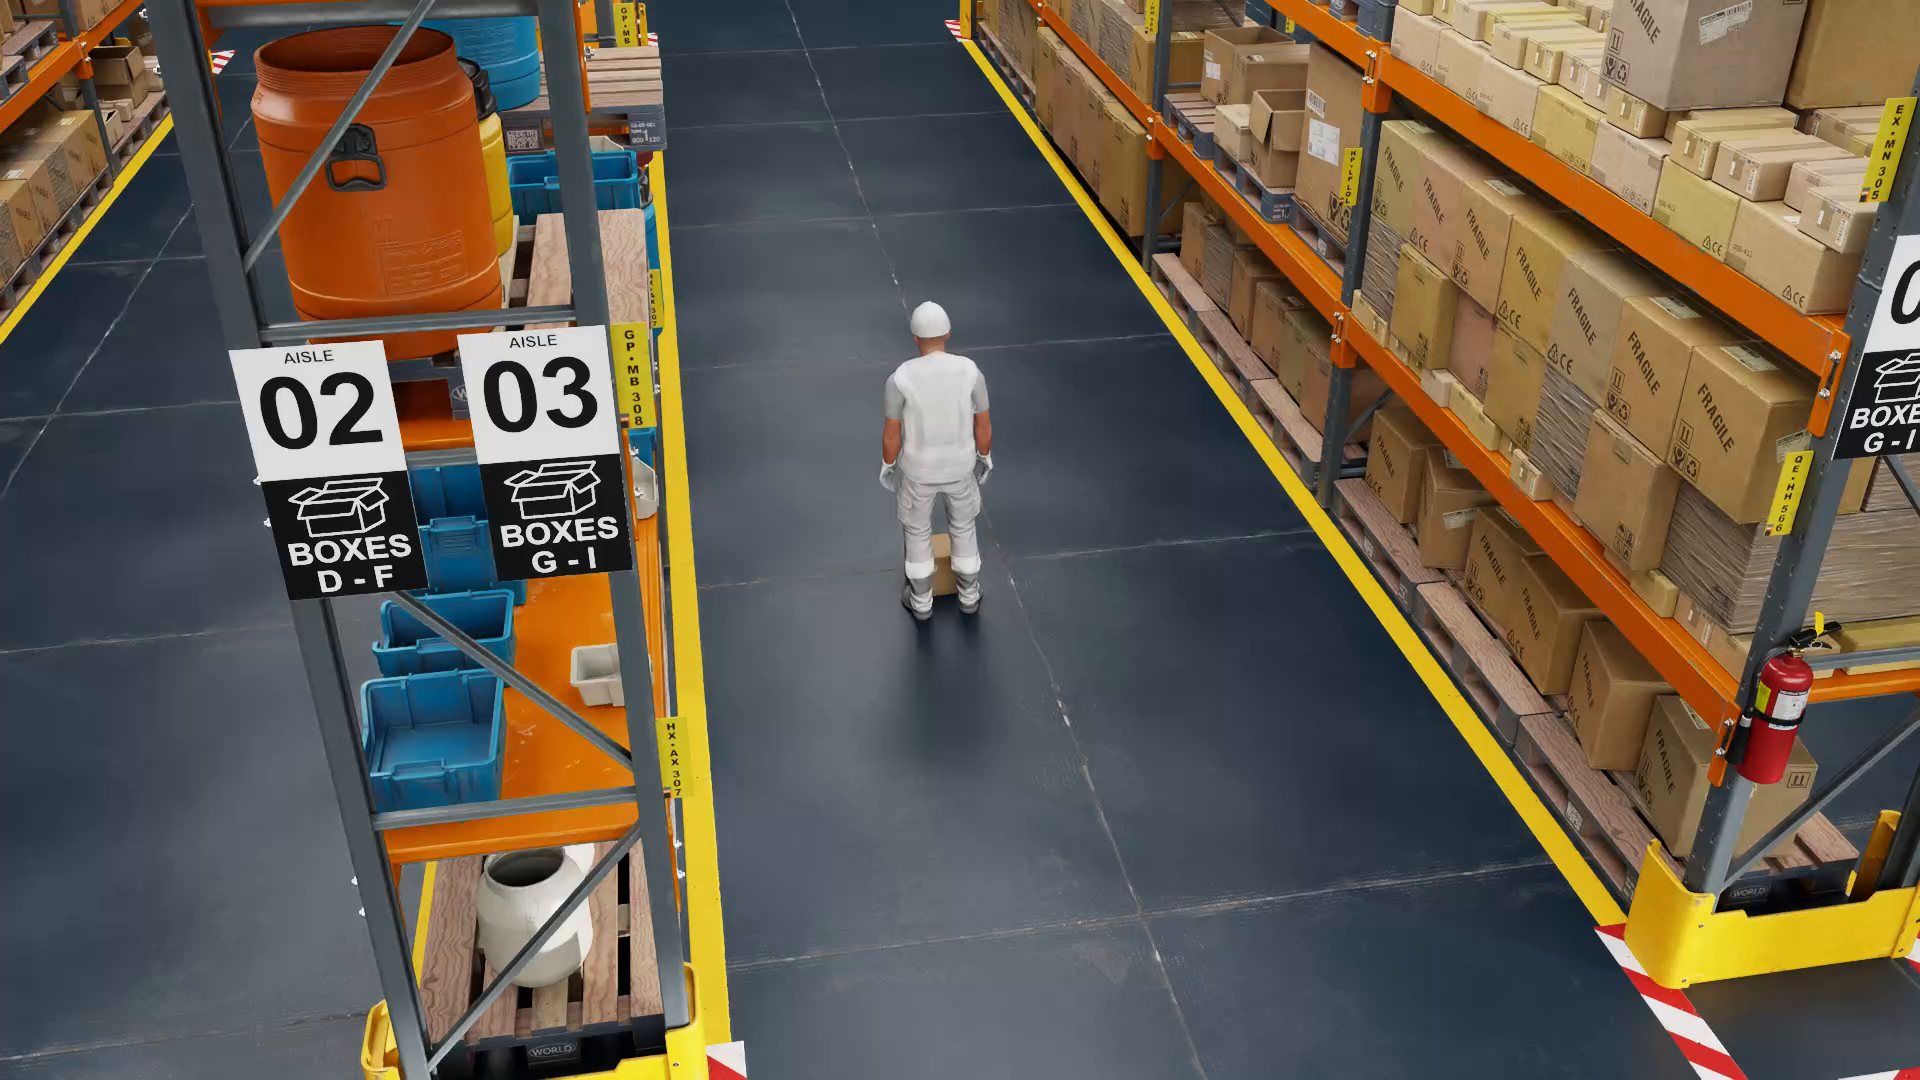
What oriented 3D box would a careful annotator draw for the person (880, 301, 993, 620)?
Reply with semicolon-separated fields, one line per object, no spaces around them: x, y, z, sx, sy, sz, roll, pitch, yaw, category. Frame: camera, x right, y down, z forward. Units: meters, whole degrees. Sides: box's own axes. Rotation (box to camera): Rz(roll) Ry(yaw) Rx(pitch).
-0.121;-0.399;8.803;0.609;1.780;0.448;-5;31;-9;person
